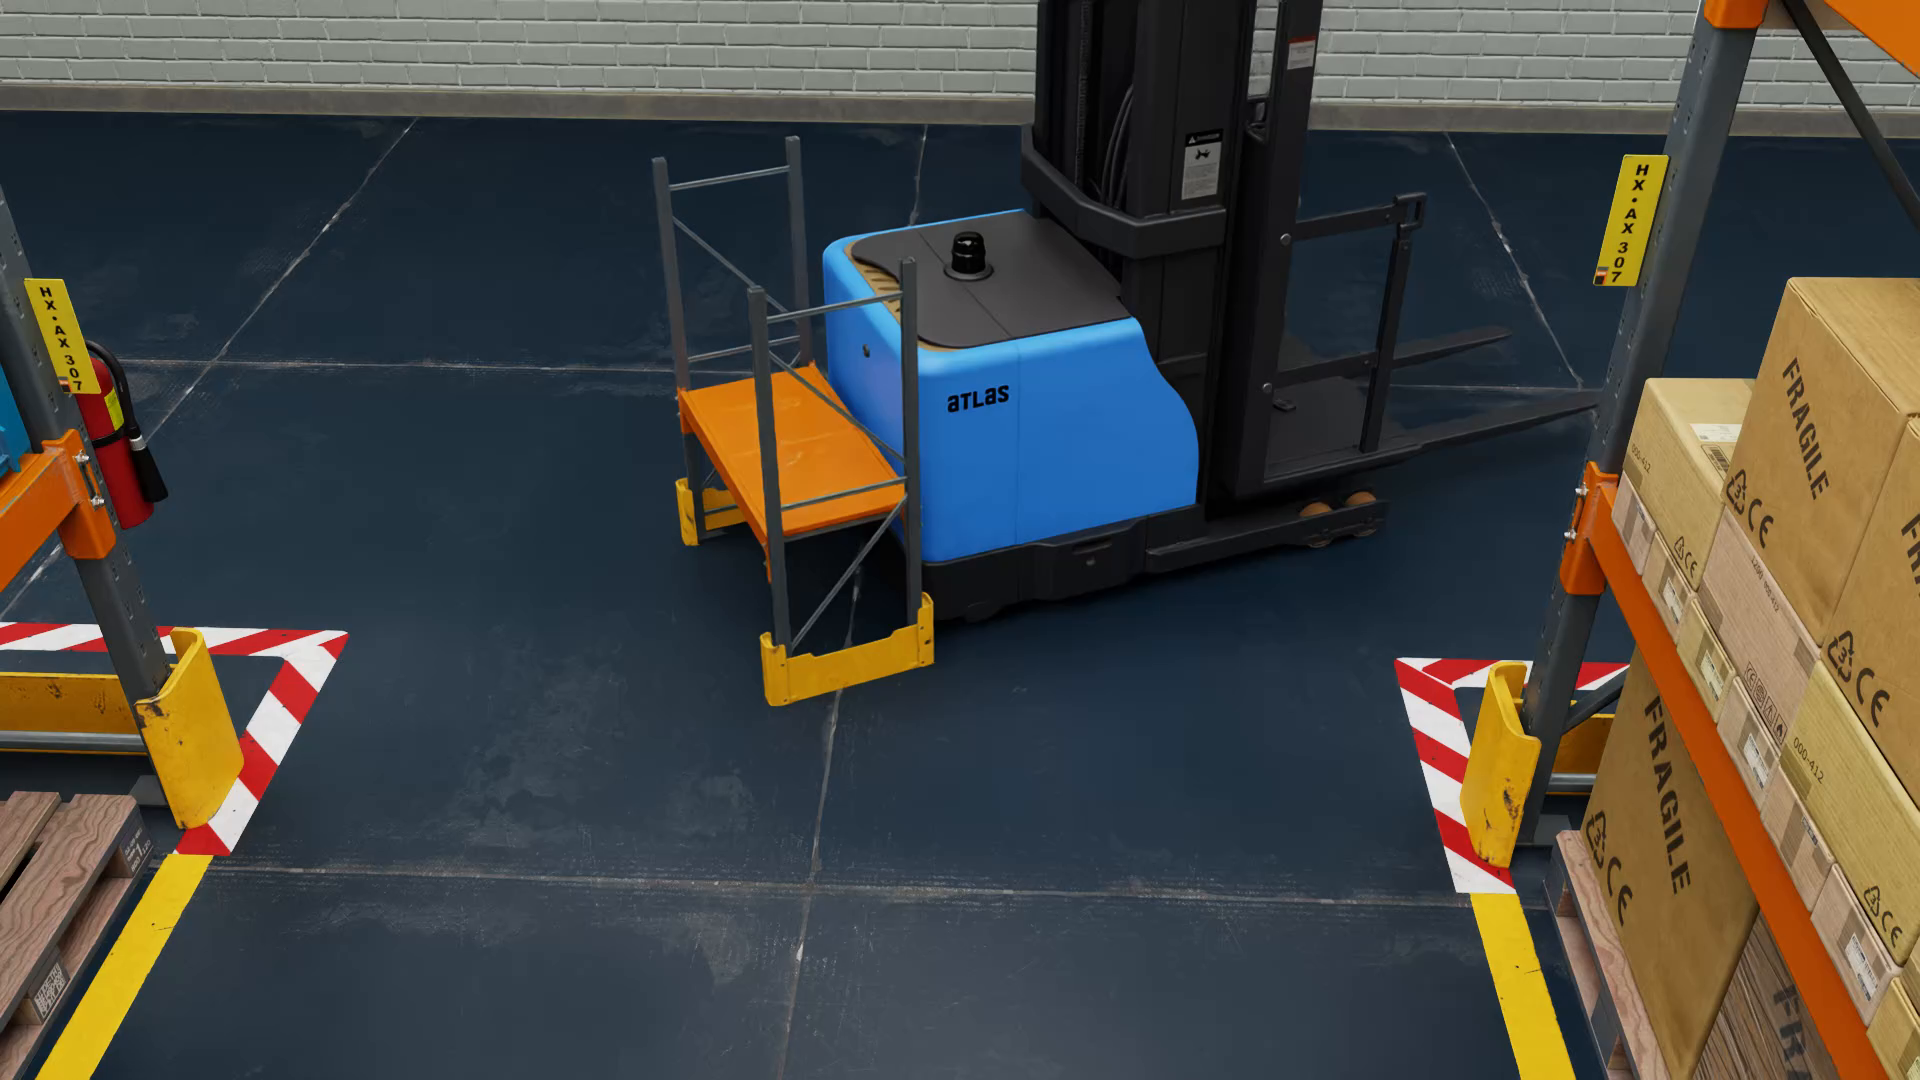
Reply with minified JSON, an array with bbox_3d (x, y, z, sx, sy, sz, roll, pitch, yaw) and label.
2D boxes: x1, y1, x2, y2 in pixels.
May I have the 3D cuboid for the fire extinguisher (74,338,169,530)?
[{"bbox_3d":[-2.374,-0.344,4.523,0.296,0.674,0.183,1,35,2],"label":"fire extinguisher"}]

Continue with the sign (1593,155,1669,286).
[{"bbox_3d":[1.561,-0.741,3.874,0.100,0.325,0.005,1,35,2],"label":"sign"}]

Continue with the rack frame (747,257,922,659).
[{"bbox_3d":[-0.360,-0.139,5.144,0.500,1.500,0.032,-14,38,-19],"label":"rack frame"}]

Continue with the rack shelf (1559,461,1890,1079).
[{"bbox_3d":[2.035,1.105,2.694,1.077,0.370,4.000,1,35,2],"label":"rack shelf"}]

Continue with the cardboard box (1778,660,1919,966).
[{"bbox_3d":[1.788,0.459,2.861,0.500,0.250,0.500,0,35,0],"label":"cardboard box"}]

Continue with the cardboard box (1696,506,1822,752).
[{"bbox_3d":[1.812,0.170,3.271,0.500,0.250,0.500,1,35,1],"label":"cardboard box"}]

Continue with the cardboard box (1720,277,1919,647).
[{"bbox_3d":[1.806,-0.148,3.072,0.500,0.500,0.500,1,35,1],"label":"cardboard box"}]

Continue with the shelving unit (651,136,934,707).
[{"bbox_3d":[-0.568,-0.412,5.532,0.587,1.500,1.083,-14,38,-19],"label":"shelving unit"}]

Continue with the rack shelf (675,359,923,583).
[{"bbox_3d":[-0.564,-0.260,5.628,0.538,0.185,1.000,-14,38,-19],"label":"rack shelf"}]

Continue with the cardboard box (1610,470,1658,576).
[{"bbox_3d":[1.771,-0.039,3.915,0.380,0.149,0.250,2,35,2],"label":"cardboard box"}]

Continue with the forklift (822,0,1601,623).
[{"bbox_3d":[1.068,-1.441,5.751,3.031,2.935,1.130,-13,37,-17],"label":"forklift"}]

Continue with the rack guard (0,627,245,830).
[{"bbox_3d":[-2.846,0.556,5.024,1.175,0.500,0.348,1,35,2],"label":"rack guard"}]

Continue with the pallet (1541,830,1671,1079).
[{"bbox_3d":[2.161,1.264,4.268,1.003,0.211,1.213,1,35,2],"label":"pallet"}]

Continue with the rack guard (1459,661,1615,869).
[{"bbox_3d":[2.116,0.671,4.861,1.175,0.500,0.348,1,35,2],"label":"rack guard"}]

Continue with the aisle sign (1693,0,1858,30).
[{"bbox_3d":[1.818,-1.450,3.443,0.394,0.787,0.004,1,35,2],"label":"aisle sign"}]

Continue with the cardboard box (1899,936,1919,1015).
[{"bbox_3d":[1.772,0.758,2.434,0.500,0.250,0.500,1,35,1],"label":"cardboard box"}]

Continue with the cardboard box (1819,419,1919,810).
[{"bbox_3d":[1.791,0.149,2.648,0.500,0.500,0.500,0,35,1],"label":"cardboard box"}]

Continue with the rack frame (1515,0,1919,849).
[{"bbox_3d":[2.115,-0.338,4.122,1.000,3.000,0.127,1,35,2],"label":"rack frame"}]

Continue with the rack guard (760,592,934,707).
[{"bbox_3d":[-0.368,0.362,5.518,0.587,0.250,0.087,-14,38,-19],"label":"rack guard"}]

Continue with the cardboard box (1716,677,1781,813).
[{"bbox_3d":[1.743,0.406,3.283,0.380,0.149,0.250,1,35,1],"label":"cardboard box"}]

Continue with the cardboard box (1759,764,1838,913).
[{"bbox_3d":[1.732,0.552,3.075,0.380,0.149,0.250,1,35,1],"label":"cardboard box"}]

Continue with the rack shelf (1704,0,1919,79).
[{"bbox_3d":[2.035,-0.122,1.832,1.077,0.370,4.000,1,35,2],"label":"rack shelf"}]

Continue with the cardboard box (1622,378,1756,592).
[{"bbox_3d":[1.826,-0.129,3.696,0.500,0.250,0.500,0,35,1],"label":"cardboard box"}]

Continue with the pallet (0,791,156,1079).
[{"bbox_3d":[-2.906,1.161,4.414,1.003,0.211,1.213,1,35,2],"label":"pallet"}]

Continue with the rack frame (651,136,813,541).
[{"bbox_3d":[-0.769,-0.675,5.906,0.500,1.500,0.032,-14,38,-19],"label":"rack frame"}]

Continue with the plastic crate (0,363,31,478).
[{"bbox_3d":[-2.661,-0.295,3.978,0.616,0.435,0.499,1,35,2],"label":"plastic crate"}]

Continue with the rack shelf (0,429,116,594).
[{"bbox_3d":[-2.914,0.991,2.857,1.077,0.370,4.000,1,35,2],"label":"rack shelf"}]

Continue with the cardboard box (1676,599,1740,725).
[{"bbox_3d":[1.752,0.256,3.496,0.380,0.149,0.250,1,35,1],"label":"cardboard box"}]

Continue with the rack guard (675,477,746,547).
[{"bbox_3d":[-0.768,-0.163,6.264,0.587,0.250,0.087,-14,38,-19],"label":"rack guard"}]

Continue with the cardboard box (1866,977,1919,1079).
[{"bbox_3d":[1.711,0.845,2.658,0.380,0.149,0.250,0,35,1],"label":"cardboard box"}]

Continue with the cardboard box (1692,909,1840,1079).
[{"bbox_3d":[2.133,1.252,3.343,0.875,0.875,0.875,1,35,2],"label":"cardboard box"}]

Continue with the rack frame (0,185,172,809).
[{"bbox_3d":[-2.834,-0.452,4.285,1.000,3.000,0.127,1,35,2],"label":"rack frame"}]

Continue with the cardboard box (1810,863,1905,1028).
[{"bbox_3d":[1.722,0.700,2.864,0.380,0.149,0.250,1,35,1],"label":"cardboard box"}]

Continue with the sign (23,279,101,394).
[{"bbox_3d":[-2.283,-0.516,4.233,0.100,0.325,0.005,1,35,2],"label":"sign"}]

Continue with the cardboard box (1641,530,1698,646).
[{"bbox_3d":[1.762,0.109,3.705,0.380,0.149,0.250,1,35,1],"label":"cardboard box"}]

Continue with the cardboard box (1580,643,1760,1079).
[{"bbox_3d":[2.169,0.729,4.087,0.875,0.875,0.875,1,35,2],"label":"cardboard box"}]
